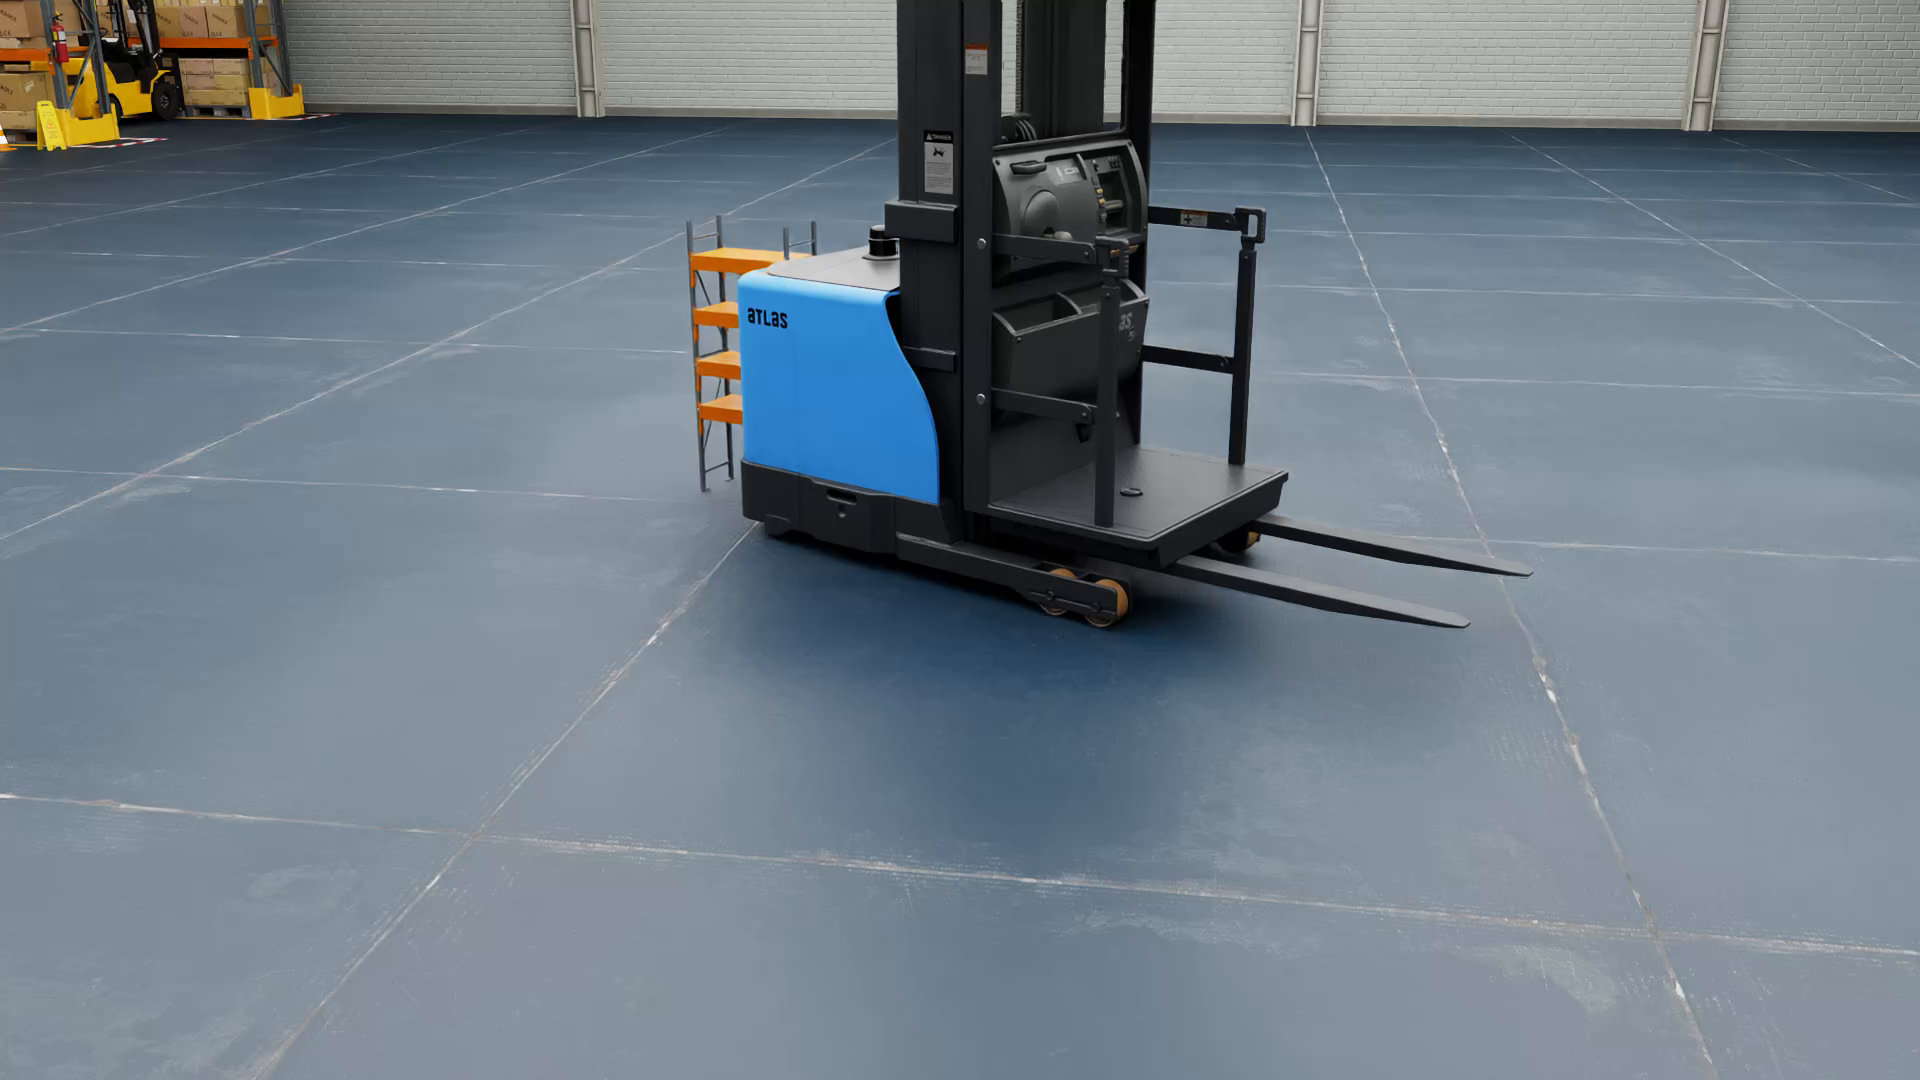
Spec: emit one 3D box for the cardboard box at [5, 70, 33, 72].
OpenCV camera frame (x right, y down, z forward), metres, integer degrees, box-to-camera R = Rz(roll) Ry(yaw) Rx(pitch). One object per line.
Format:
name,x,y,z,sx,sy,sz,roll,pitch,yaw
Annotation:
cardboard box,-13.782,-6.538,24.104,0.500,0.500,0.500,2,19,7

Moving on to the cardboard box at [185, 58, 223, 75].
cardboard box,-12.714,-8.008,28.104,0.500,0.250,0.500,3,19,10

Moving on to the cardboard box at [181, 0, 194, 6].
cardboard box,-12.838,-9.025,27.870,0.250,0.149,0.380,3,19,8

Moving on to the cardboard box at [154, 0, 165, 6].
cardboard box,-13.362,-9.030,27.885,0.250,0.149,0.380,3,19,9

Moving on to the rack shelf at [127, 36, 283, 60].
rack shelf,-13.680,-8.448,28.459,4.000,0.370,1.077,3,19,9

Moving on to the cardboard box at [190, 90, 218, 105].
cardboard box,-12.709,-7.537,28.272,0.500,0.250,0.500,3,19,9

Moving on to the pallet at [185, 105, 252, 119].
pallet,-12.467,-7.392,28.562,1.213,0.211,1.003,3,19,9

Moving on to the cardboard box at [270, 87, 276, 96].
cardboard box,-12.159,-7.670,28.671,0.500,0.250,0.500,3,19,9

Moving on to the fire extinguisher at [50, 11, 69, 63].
fire extinguisher,-12.449,-6.947,22.959,0.183,0.674,0.296,3,19,9

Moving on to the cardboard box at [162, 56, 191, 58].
cardboard box,-13.641,-8.222,28.745,0.500,0.250,0.500,3,19,8

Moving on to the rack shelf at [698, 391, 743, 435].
rack shelf,-0.885,-0.535,7.342,0.480,0.148,0.258,9,20,26

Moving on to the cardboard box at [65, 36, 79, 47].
cardboard box,-12.791,-7.096,23.681,0.250,0.149,0.380,3,19,9

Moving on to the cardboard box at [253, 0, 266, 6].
cardboard box,-11.999,-9.142,28.219,0.250,0.149,0.380,2,19,7

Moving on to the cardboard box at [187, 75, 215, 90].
cardboard box,-12.729,-7.776,28.200,0.500,0.250,0.500,3,19,8

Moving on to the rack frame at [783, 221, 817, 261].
rack frame,-0.669,-0.754,7.153,0.015,1.200,0.240,9,20,26

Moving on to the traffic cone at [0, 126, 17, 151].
traffic cone,-13.118,-5.548,22.655,0.334,0.463,0.336,3,19,9

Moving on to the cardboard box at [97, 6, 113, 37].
cardboard box,-14.241,-8.787,28.181,0.500,0.500,0.500,3,19,8

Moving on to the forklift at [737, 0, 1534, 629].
forklift,0.584,-1.273,5.989,3.031,2.935,1.130,13,23,34

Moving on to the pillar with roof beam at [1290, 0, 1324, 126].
pillar with roof beam,4.840,-9.597,21.302,0.400,9.000,9.100,3,19,9

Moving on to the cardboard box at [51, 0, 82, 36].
cardboard box,-12.913,-7.433,23.664,0.500,0.500,0.500,3,19,8

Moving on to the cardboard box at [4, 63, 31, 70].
cardboard box,-16.172,-7.986,29.024,0.625,0.625,0.875,4,19,11

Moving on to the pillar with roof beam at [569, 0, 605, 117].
pillar with roof beam,-7.009,-10.201,23.107,0.400,9.000,9.100,3,19,9

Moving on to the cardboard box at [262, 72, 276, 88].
cardboard box,-12.137,-7.910,28.600,0.500,0.250,0.500,3,19,10

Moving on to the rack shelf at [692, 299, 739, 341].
rack shelf,-0.887,-0.936,7.210,0.480,0.148,0.258,9,20,26

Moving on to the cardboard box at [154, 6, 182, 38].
cardboard box,-13.250,-8.733,28.020,0.500,0.500,0.500,3,19,8

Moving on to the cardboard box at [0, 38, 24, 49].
cardboard box,-13.160,-6.944,23.226,0.250,0.149,0.380,3,19,8

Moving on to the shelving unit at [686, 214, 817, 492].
shelving unit,-0.886,-0.788,7.259,0.503,1.200,0.258,9,20,26

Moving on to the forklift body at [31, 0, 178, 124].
forklift body,-13.867,-7.810,26.756,1.214,2.155,2.313,3,19,9

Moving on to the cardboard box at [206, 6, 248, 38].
cardboard box,-12.233,-8.679,27.856,0.500,0.500,0.500,3,19,7

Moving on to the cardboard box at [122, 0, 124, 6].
cardboard box,-14.122,-9.073,28.013,0.250,0.149,0.380,2,19,7

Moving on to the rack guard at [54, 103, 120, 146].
rack guard,-12.564,-5.952,23.804,0.348,0.500,1.175,3,19,9

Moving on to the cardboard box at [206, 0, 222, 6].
cardboard box,-12.349,-8.977,27.726,0.250,0.149,0.380,3,19,10

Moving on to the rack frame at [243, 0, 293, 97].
rack frame,-11.705,-8.689,28.044,0.127,3.000,1.000,3,19,9

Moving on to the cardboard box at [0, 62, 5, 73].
cardboard box,-13.694,-6.648,23.412,0.250,0.149,0.380,3,19,10

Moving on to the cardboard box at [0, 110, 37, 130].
cardboard box,-13.353,-5.986,23.639,0.500,0.250,0.500,3,19,8
